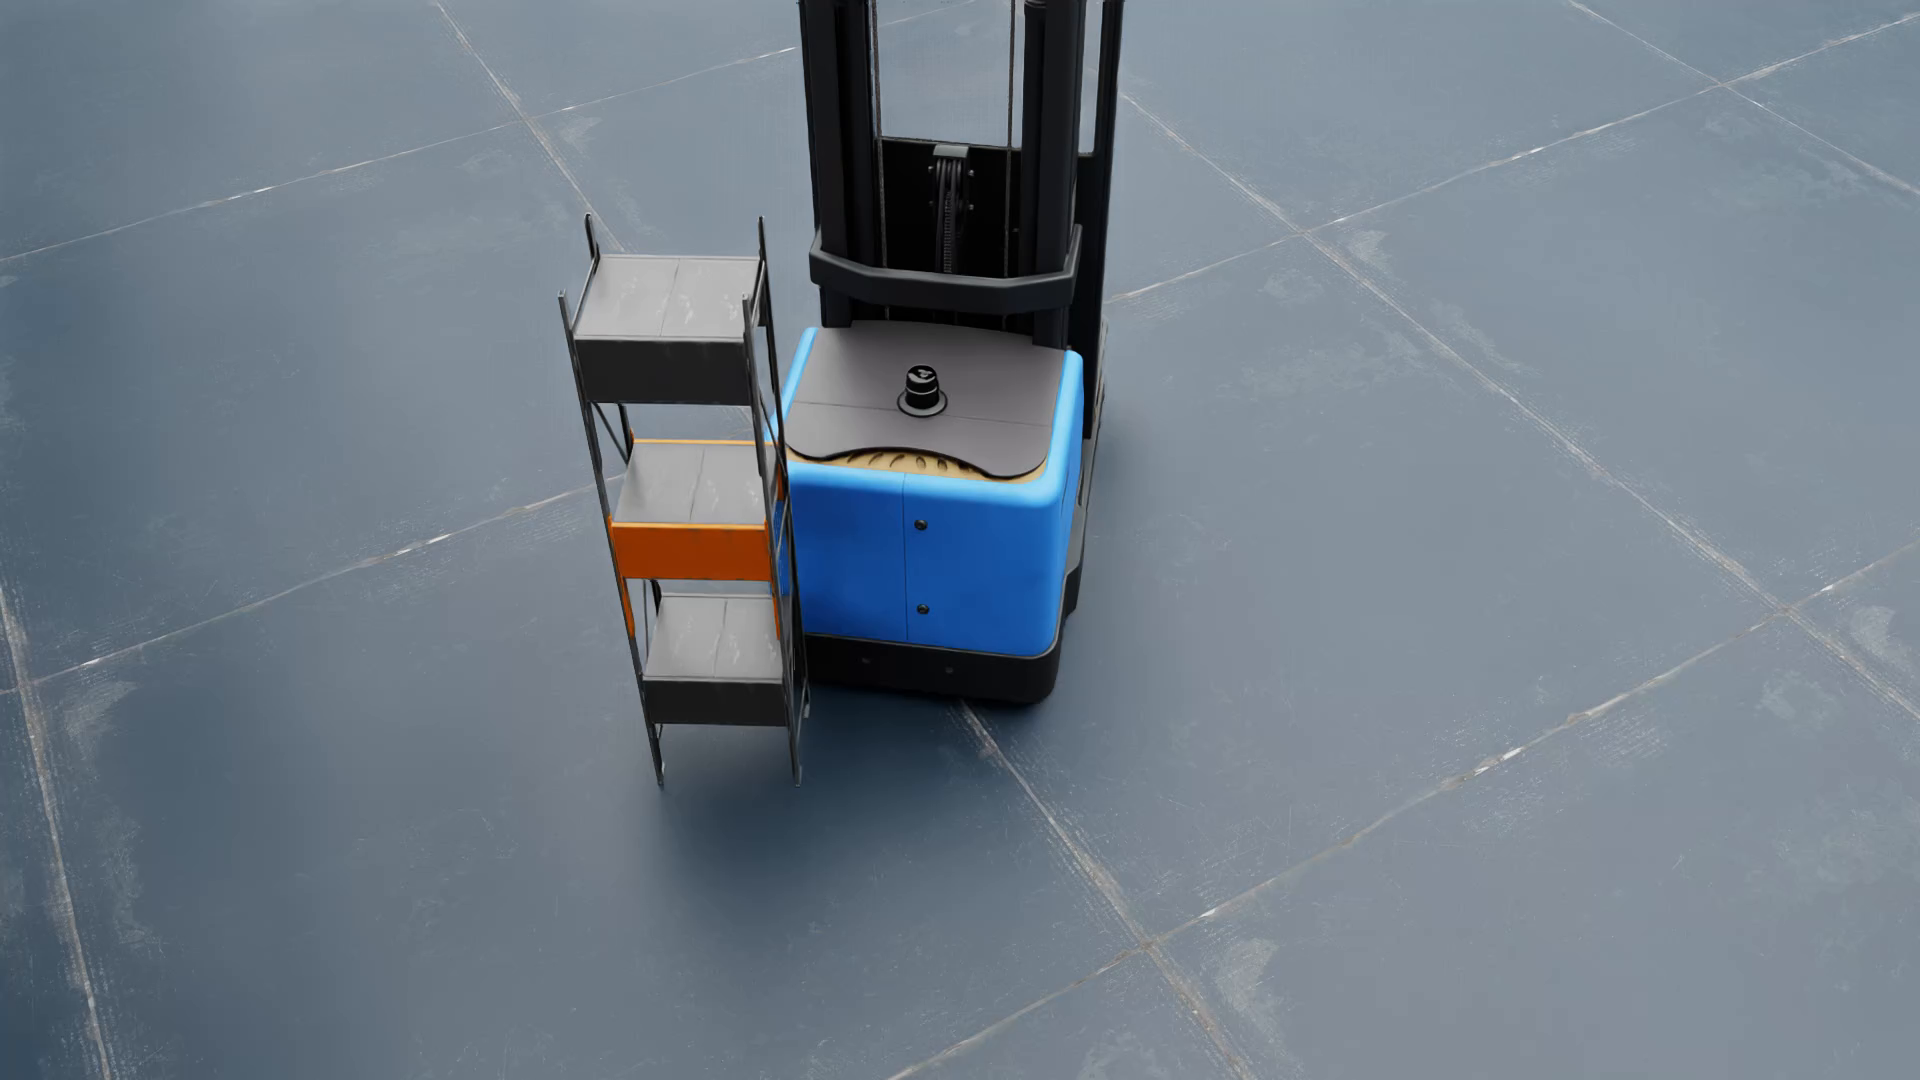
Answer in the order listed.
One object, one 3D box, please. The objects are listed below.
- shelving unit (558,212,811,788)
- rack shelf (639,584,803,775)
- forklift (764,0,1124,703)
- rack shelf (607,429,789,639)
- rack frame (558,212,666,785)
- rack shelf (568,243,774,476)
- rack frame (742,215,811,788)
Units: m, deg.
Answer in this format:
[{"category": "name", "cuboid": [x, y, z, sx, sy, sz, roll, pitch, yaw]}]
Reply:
[{"category": "shelving unit", "cuboid": [-0.808, -0.026, 5.269, 0.503, 2.100, 0.431, 1, 44, 1]}, {"category": "rack shelf", "cuboid": [-0.808, 0.486, 5.766, 0.480, 0.518, 0.431, 1, 44, 1]}, {"category": "forklift", "cuboid": [0.039, -1.495, 6.186, 1.130, 2.935, 3.031, 6, 44, 6]}, {"category": "rack shelf", "cuboid": [-0.808, -0.016, 5.278, 0.480, 0.518, 0.431, 1, 44, 1]}, {"category": "rack frame", "cuboid": [-1.052, -0.031, 5.274, 0.015, 2.100, 0.400, 1, 44, 1]}, {"category": "rack shelf", "cuboid": [-0.808, -0.518, 4.791, 0.480, 0.518, 0.431, 1, 44, 1]}, {"category": "rack frame", "cuboid": [-0.564, -0.021, 5.264, 0.015, 2.100, 0.400, 1, 44, 1]}]
